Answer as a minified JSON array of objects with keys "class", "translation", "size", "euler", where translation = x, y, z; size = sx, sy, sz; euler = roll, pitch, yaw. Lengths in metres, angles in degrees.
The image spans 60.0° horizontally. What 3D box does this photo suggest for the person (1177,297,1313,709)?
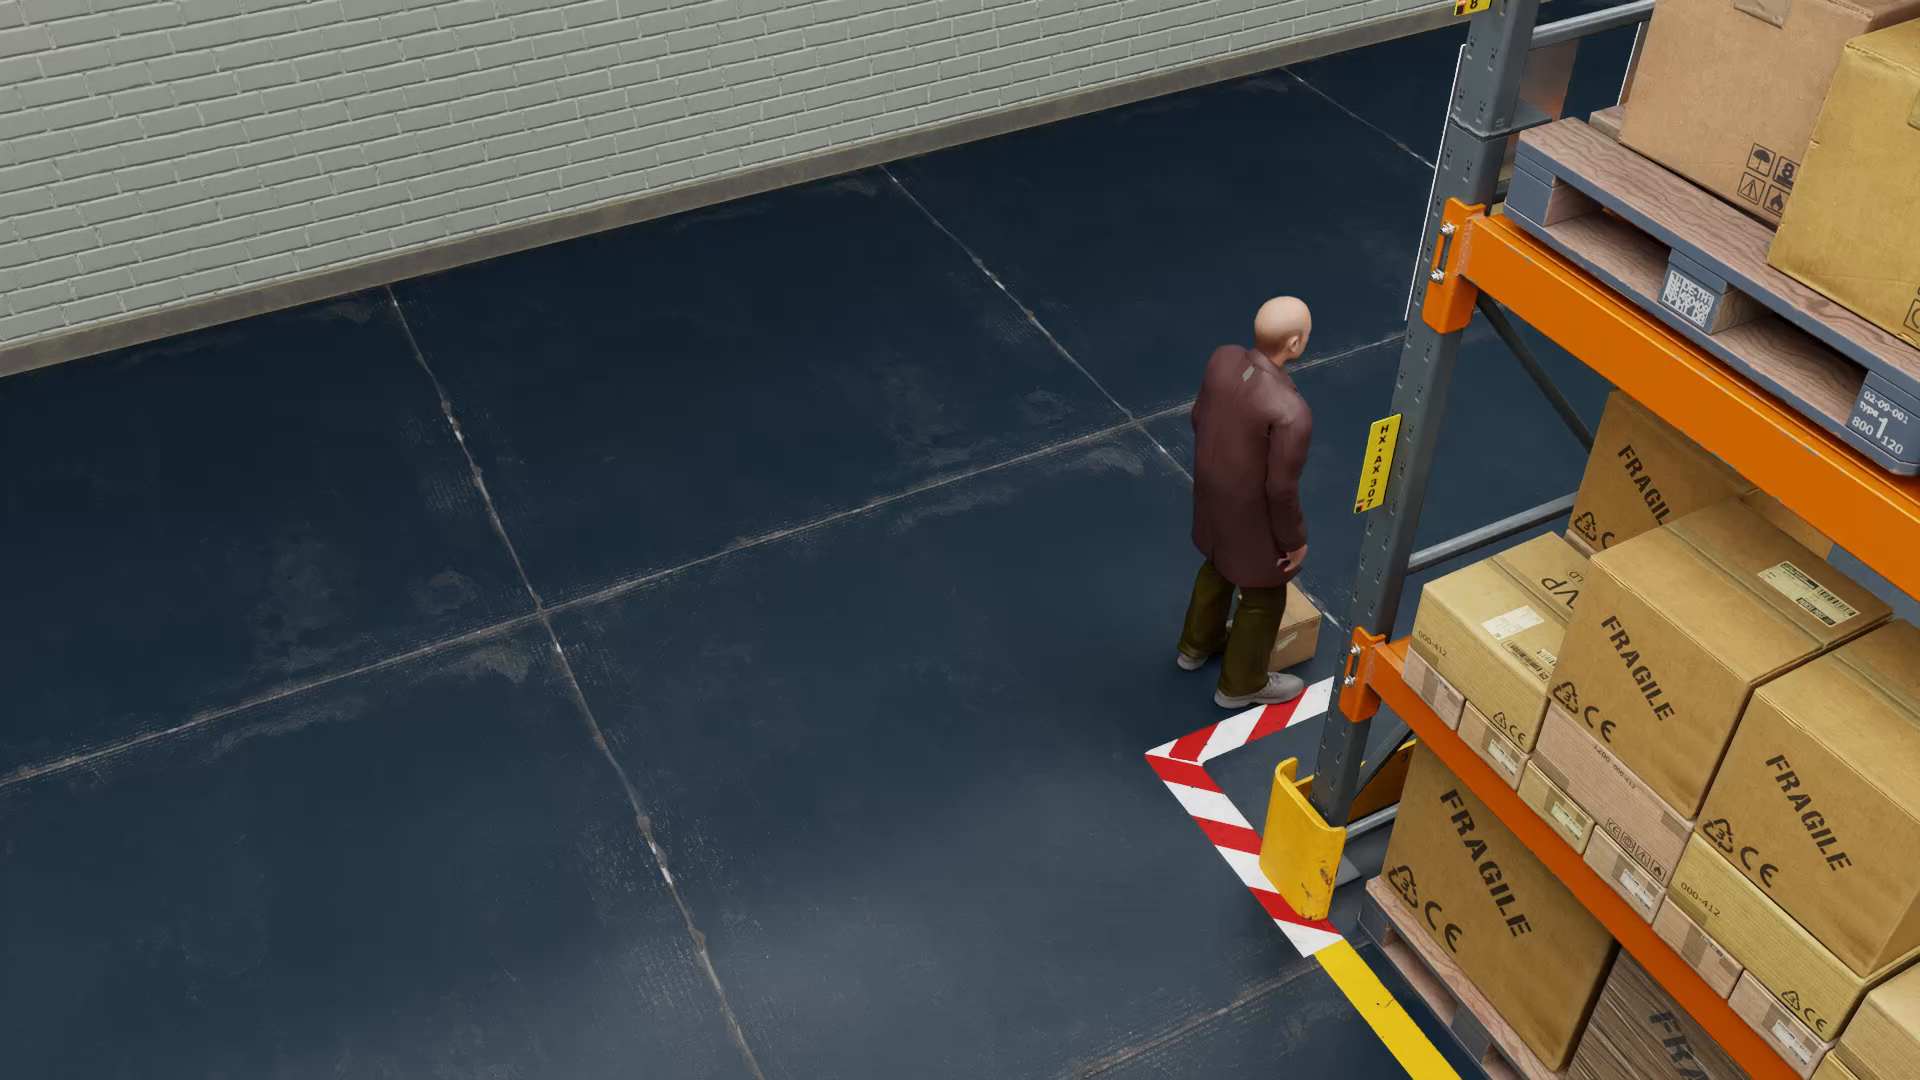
[{"class":"person","translation":[1.101,-0.134,6.326],"size":[0.428,1.773,0.642],"euler":[-19,44,-20]}]
